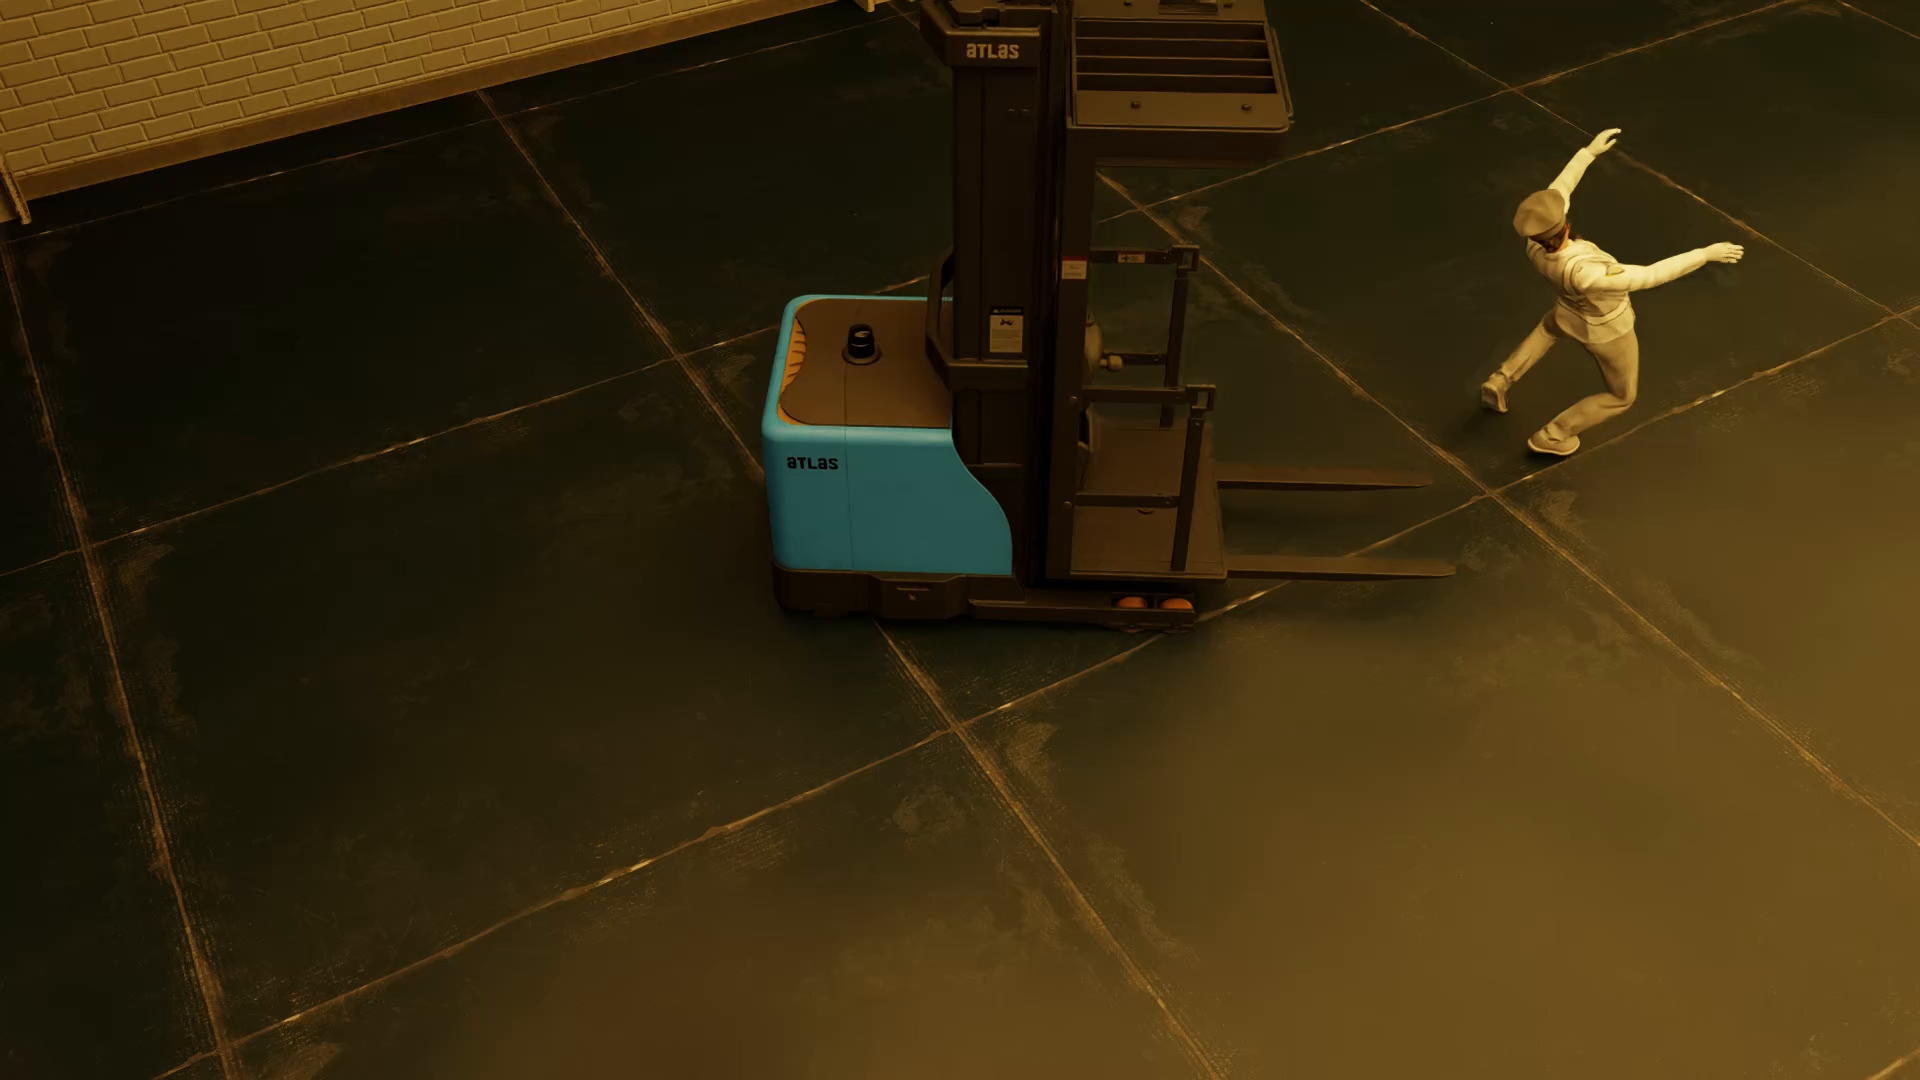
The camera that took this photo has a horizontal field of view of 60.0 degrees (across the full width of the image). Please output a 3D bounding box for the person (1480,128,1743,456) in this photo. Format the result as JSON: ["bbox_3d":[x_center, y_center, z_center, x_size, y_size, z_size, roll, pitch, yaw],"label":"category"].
[{"bbox_3d":[2.918,-1.012,7.788,0.692,1.537,0.936,-20,47,-21],"label":"person"}]

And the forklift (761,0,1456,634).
[{"bbox_3d":[0.698,-1.029,6.807,3.031,2.935,1.130,2,43,2],"label":"forklift"}]
